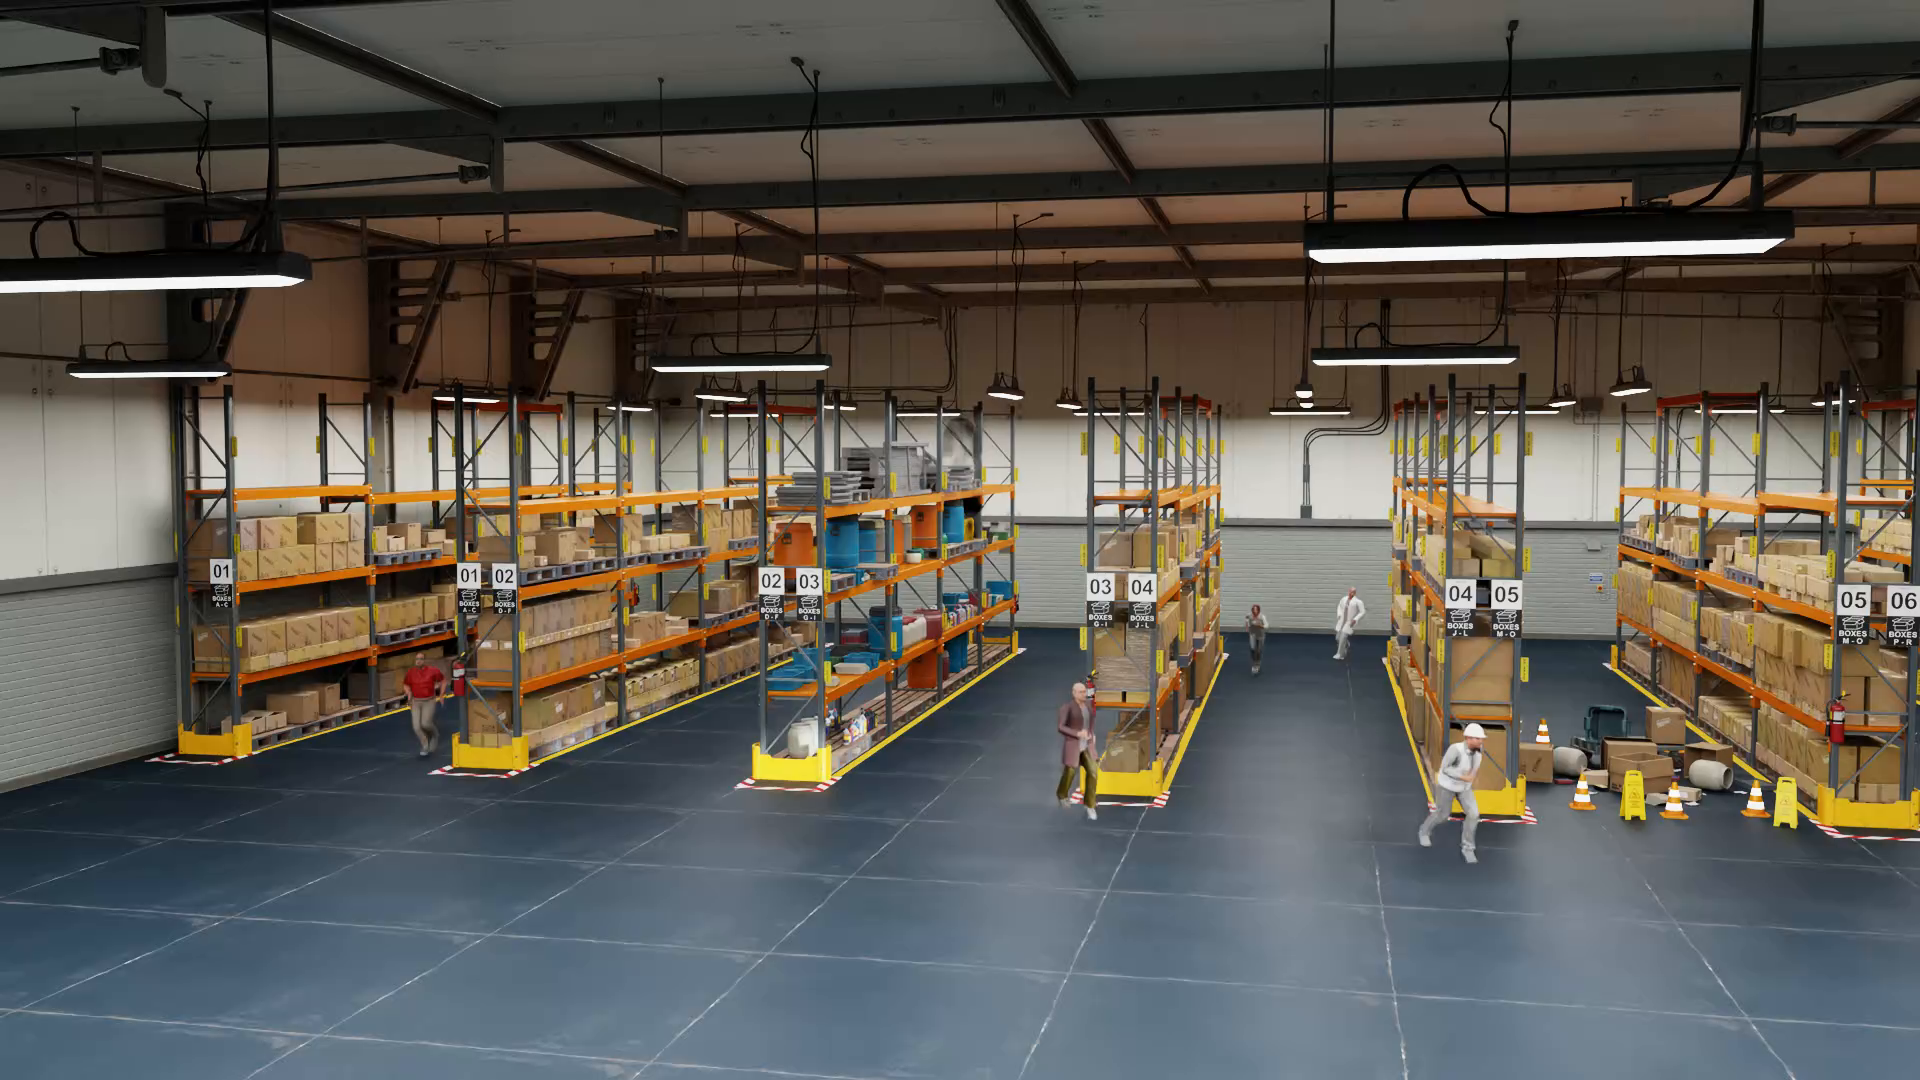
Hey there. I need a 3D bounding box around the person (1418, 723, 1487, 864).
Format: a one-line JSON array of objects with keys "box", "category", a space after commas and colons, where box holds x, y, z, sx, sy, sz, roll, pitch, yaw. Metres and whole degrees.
[{"box": [6.049, 3.048, 20.314, 0.569, 1.733, 1.042, -2, 4, -29], "category": "person"}]

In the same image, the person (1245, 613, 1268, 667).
[{"box": [6.525, 2.194, 36.592, 0.531, 1.204, 0.781, 1, 3, 12], "category": "person"}]

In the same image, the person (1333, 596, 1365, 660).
[{"box": [9.164, 2.056, 39.061, 0.752, 1.525, 0.674, 3, 4, 42], "category": "person"}]

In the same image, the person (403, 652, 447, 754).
[{"box": [-8.693, 2.653, 26.898, 0.647, 1.679, 0.663, 0, 3, 1], "category": "person"}]

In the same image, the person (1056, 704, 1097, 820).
[{"box": [1.561, 2.981, 22.623, 0.605, 1.623, 0.836, -2, 4, -26], "category": "person"}]
